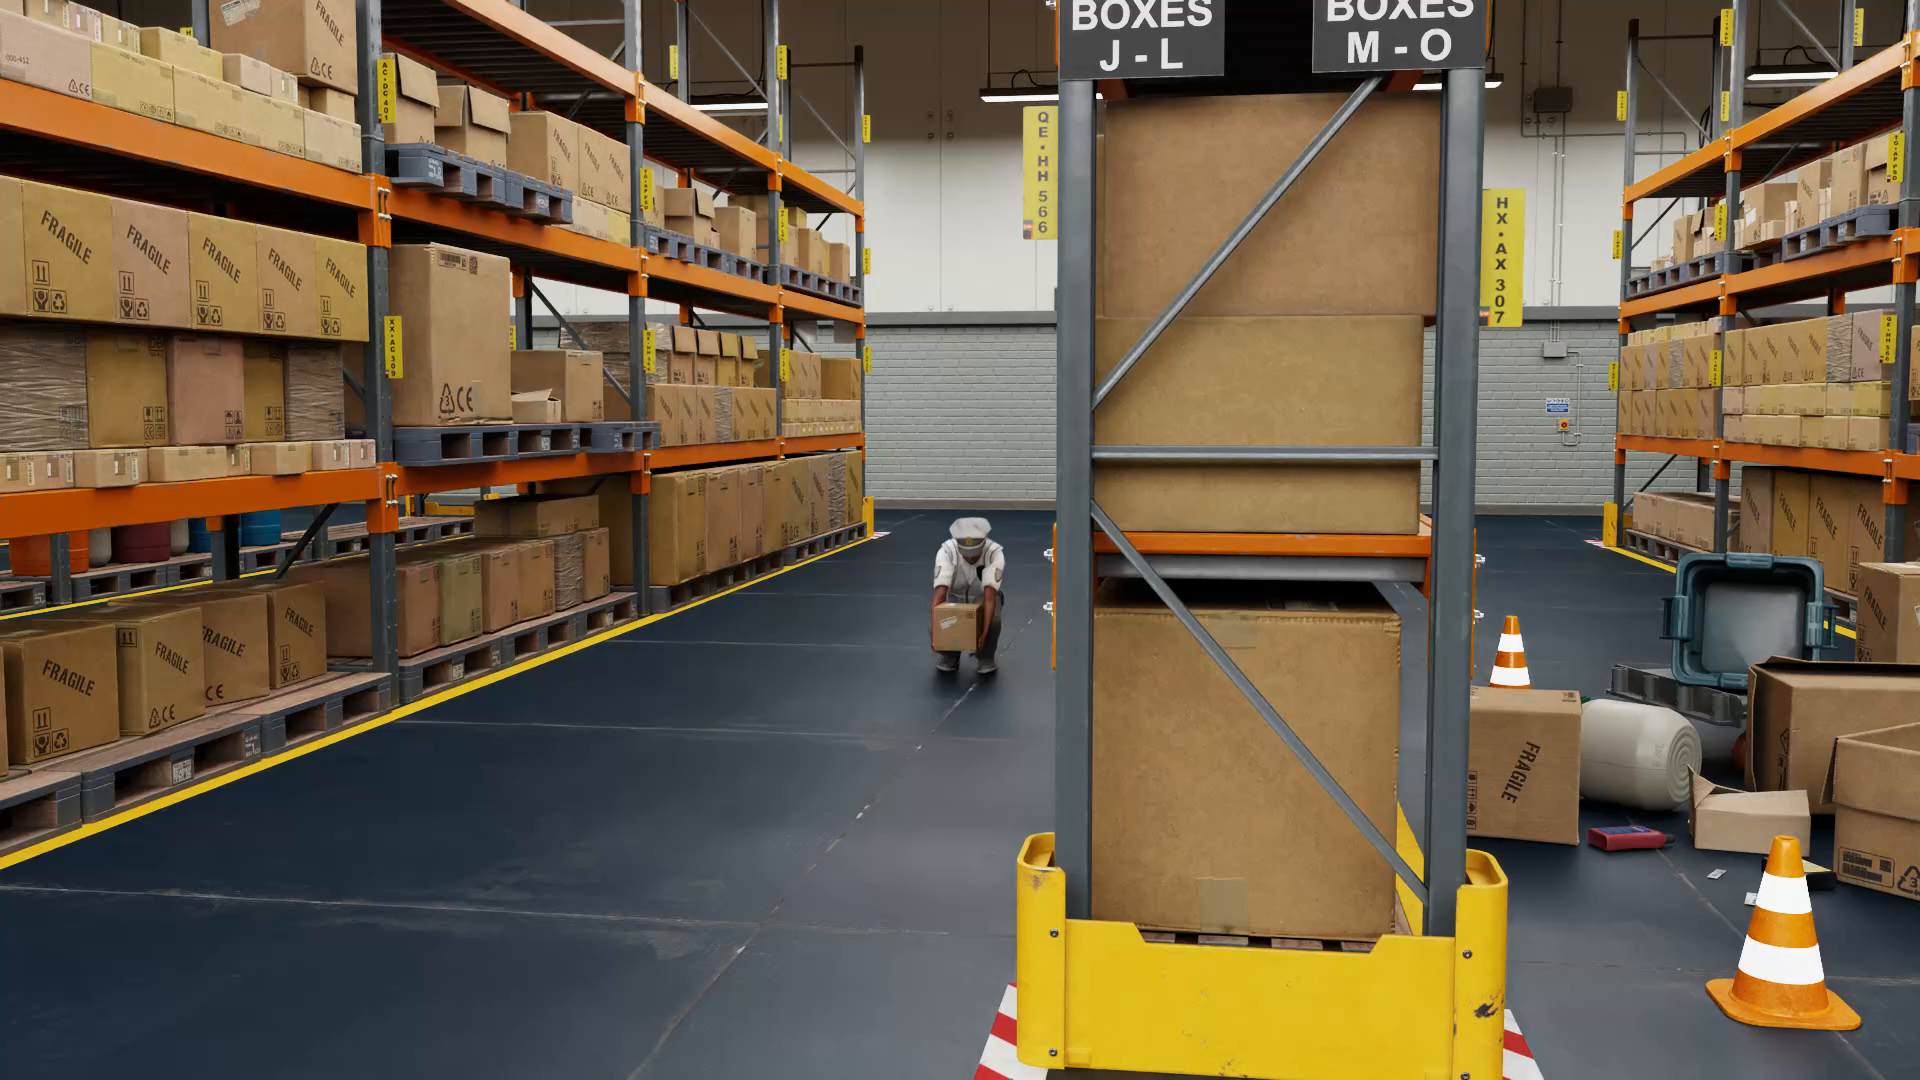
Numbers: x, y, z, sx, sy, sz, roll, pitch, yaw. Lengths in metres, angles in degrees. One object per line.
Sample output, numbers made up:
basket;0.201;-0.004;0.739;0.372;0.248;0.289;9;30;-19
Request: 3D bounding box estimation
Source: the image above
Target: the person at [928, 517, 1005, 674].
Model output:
person;0.044;0.336;10.141;0.466;0.972;0.866;1;5;7
